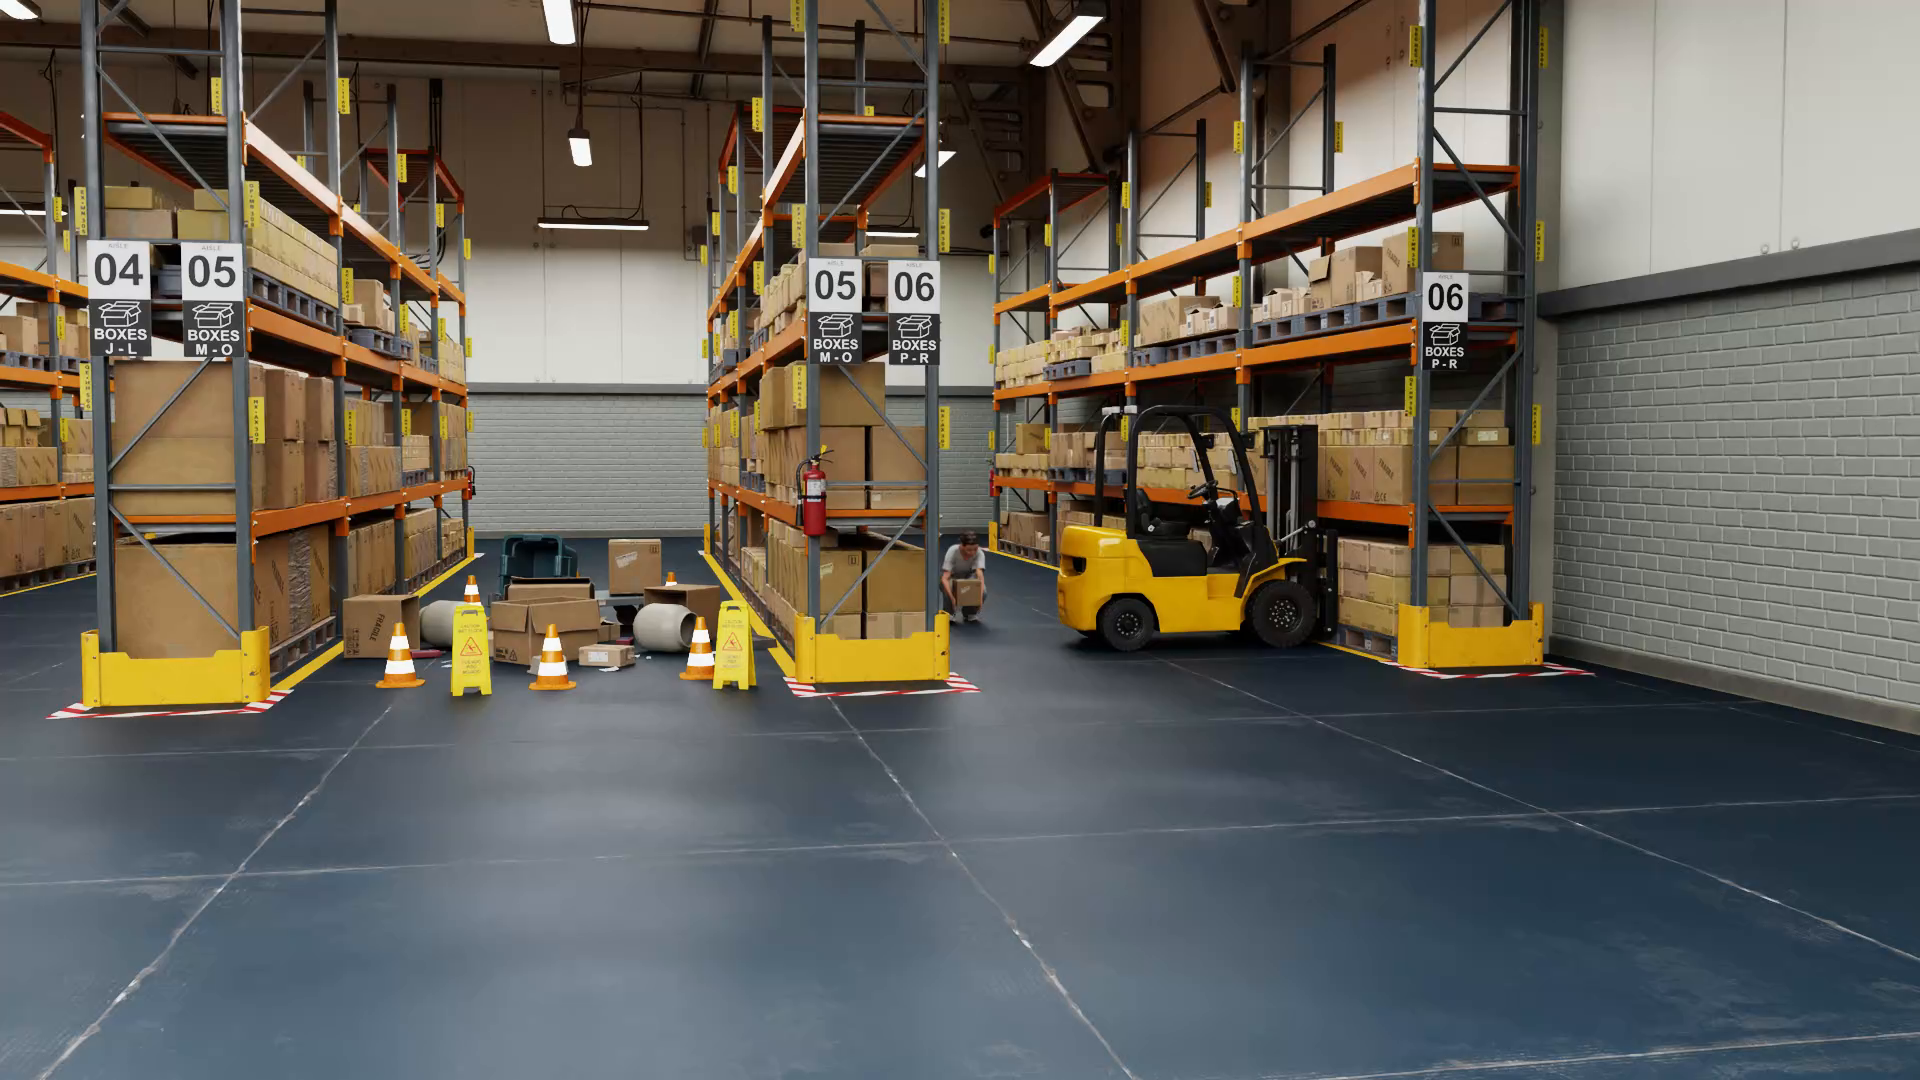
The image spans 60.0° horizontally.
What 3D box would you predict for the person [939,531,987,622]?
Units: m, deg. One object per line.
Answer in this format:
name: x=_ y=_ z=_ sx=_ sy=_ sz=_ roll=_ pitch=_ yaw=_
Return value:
person: x=0.018 y=0.371 z=17.103 sx=0.482 sy=0.950 sz=0.782 roll=-1 pitch=3 yaw=-12
